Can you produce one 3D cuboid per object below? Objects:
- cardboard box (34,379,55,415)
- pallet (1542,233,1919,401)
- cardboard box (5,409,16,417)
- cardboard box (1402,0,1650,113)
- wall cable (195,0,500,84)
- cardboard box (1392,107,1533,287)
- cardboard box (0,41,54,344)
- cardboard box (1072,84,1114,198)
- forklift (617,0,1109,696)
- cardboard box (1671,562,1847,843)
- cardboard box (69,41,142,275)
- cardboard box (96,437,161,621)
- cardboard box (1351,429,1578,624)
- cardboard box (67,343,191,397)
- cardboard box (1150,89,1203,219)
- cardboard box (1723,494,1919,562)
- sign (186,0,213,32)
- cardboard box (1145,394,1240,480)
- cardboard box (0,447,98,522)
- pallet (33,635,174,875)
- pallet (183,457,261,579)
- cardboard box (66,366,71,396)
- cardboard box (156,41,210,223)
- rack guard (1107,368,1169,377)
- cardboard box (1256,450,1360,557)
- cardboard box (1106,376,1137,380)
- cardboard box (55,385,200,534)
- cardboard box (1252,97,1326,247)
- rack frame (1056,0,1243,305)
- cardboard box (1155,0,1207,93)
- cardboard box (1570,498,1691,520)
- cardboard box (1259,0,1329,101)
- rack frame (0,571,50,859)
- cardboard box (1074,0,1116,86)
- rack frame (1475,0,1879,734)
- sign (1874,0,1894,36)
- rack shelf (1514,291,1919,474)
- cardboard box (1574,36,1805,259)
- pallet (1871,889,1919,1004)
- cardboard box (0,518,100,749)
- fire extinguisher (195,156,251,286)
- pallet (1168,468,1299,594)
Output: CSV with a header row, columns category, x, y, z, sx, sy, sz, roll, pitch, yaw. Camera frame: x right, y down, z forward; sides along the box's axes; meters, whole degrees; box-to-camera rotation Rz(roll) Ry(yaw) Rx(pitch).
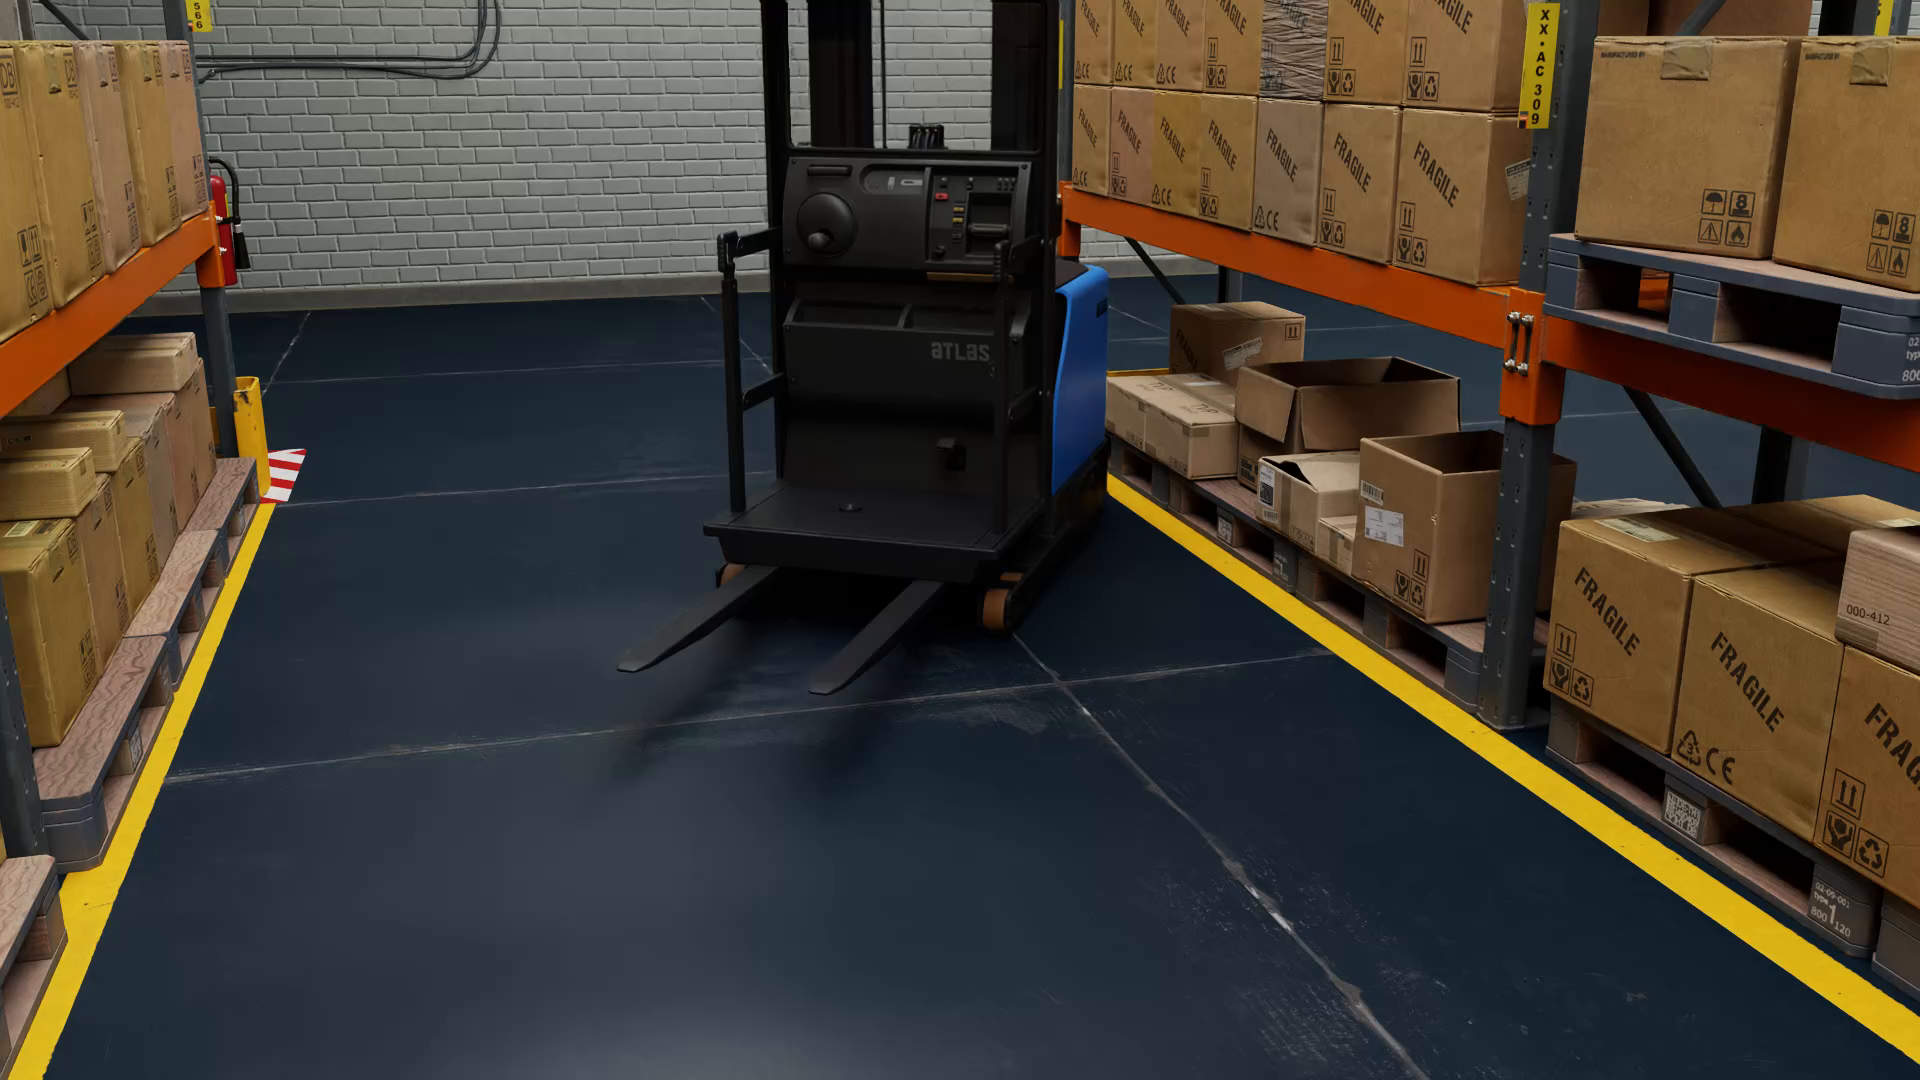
category,x,y,z,sx,sy,sz,roll,pitch,yaw
cardboard box,-3.435,-0.491,5.859,0.380,0.149,0.250,-4,17,-14
pallet,2.200,-0.587,4.026,1.003,0.211,1.213,-5,17,-15
cardboard box,-3.295,-0.350,5.389,0.380,0.149,0.250,-5,17,-16
cardboard box,1.697,-1.555,5.003,0.500,0.500,0.500,-5,17,-15
wall cable,-4.987,-4.601,12.026,3.097,2.526,0.112,-5,17,-15
cardboard box,1.701,-1.075,5.142,0.500,0.500,0.500,-4,17,-14
cardboard box,-2.810,-0.811,3.917,0.980,0.700,0.700,-4,17,-14
cardboard box,0.854,-1.920,7.954,0.500,0.500,0.500,-4,17,-14
forklift,-0.258,-1.198,5.846,1.130,2.935,3.031,5,17,16
cardboard box,2.141,0.377,4.062,0.500,0.500,0.500,-4,17,-14
cardboard box,-3.215,-1.214,5.258,0.980,0.700,0.700,-6,18,-18
cardboard box,-3.058,-0.016,5.408,0.700,0.500,0.500,-4,17,-14
cardboard box,1.656,-0.057,5.510,0.500,0.500,0.500,-5,17,-15
cardboard box,-3.206,-0.660,6.422,0.380,0.149,0.250,-4,17,-14
cardboard box,1.136,-1.638,7.018,0.500,0.500,0.500,-5,17,-15
cardboard box,2.496,0.192,4.681,0.500,0.500,0.500,-5,17,-16
sign,-3.251,-2.330,7.069,0.100,0.325,0.005,-5,17,-15
cardboard box,1.137,-0.460,7.283,0.500,0.250,0.500,-5,17,-15
cardboard box,-2.703,-0.155,4.741,0.380,0.149,0.250,-4,17,-13
pallet,-2.811,0.603,4.578,1.003,0.211,1.213,-5,17,-15
pallet,-3.481,-0.072,6.825,1.003,0.211,1.213,-5,17,-15
cardboard box,-3.574,-0.630,6.323,0.380,0.149,0.250,-5,17,-15
cardboard box,-3.626,-1.626,6.629,0.980,0.700,0.700,-4,17,-13
rack guard,1.007,-0.797,8.736,1.175,0.500,0.348,-5,17,-15
cardboard box,1.450,-0.174,6.228,0.500,0.311,0.500,-5,17,-15
cardboard box,0.770,-0.718,8.318,0.380,0.149,0.250,-5,17,-15
cardboard box,-3.350,-0.302,6.360,0.700,0.500,0.500,-5,17,-15
cardboard box,1.414,-1.359,6.089,0.500,0.500,0.500,-4,17,-14
rack frame,0.986,-2.015,8.447,1.000,3.000,0.127,-5,17,-15
cardboard box,1.138,-2.116,6.869,0.500,0.500,0.500,-4,17,-14
cardboard box,2.178,0.035,5.530,0.500,0.311,0.500,-5,17,-15
cardboard box,1.415,-1.836,5.938,0.500,0.500,0.500,-5,17,-15
rack frame,-2.677,-0.516,3.456,1.000,3.000,0.127,-5,17,-15
cardboard box,0.854,-2.398,7.811,0.500,0.500,0.500,-4,17,-14
rack frame,2.085,-0.909,4.763,1.000,3.000,0.127,-5,17,-15
sign,2.618,-1.508,4.746,0.100,0.325,0.005,-5,17,-15
rack shelf,2.635,-0.011,3.025,1.077,0.370,4.000,-5,17,-15
cardboard box,2.000,-1.009,4.194,0.700,0.500,0.500,-12,20,-34
pallet,2.684,0.987,3.300,1.003,0.211,1.213,-5,17,-15
cardboard box,-2.784,0.265,4.471,0.700,0.500,0.500,-4,17,-15
fire extinguisher,-3.374,-1.485,7.465,0.296,0.674,0.183,-5,17,-15
pallet,1.558,-0.101,6.923,1.003,0.211,1.213,-5,17,-15
